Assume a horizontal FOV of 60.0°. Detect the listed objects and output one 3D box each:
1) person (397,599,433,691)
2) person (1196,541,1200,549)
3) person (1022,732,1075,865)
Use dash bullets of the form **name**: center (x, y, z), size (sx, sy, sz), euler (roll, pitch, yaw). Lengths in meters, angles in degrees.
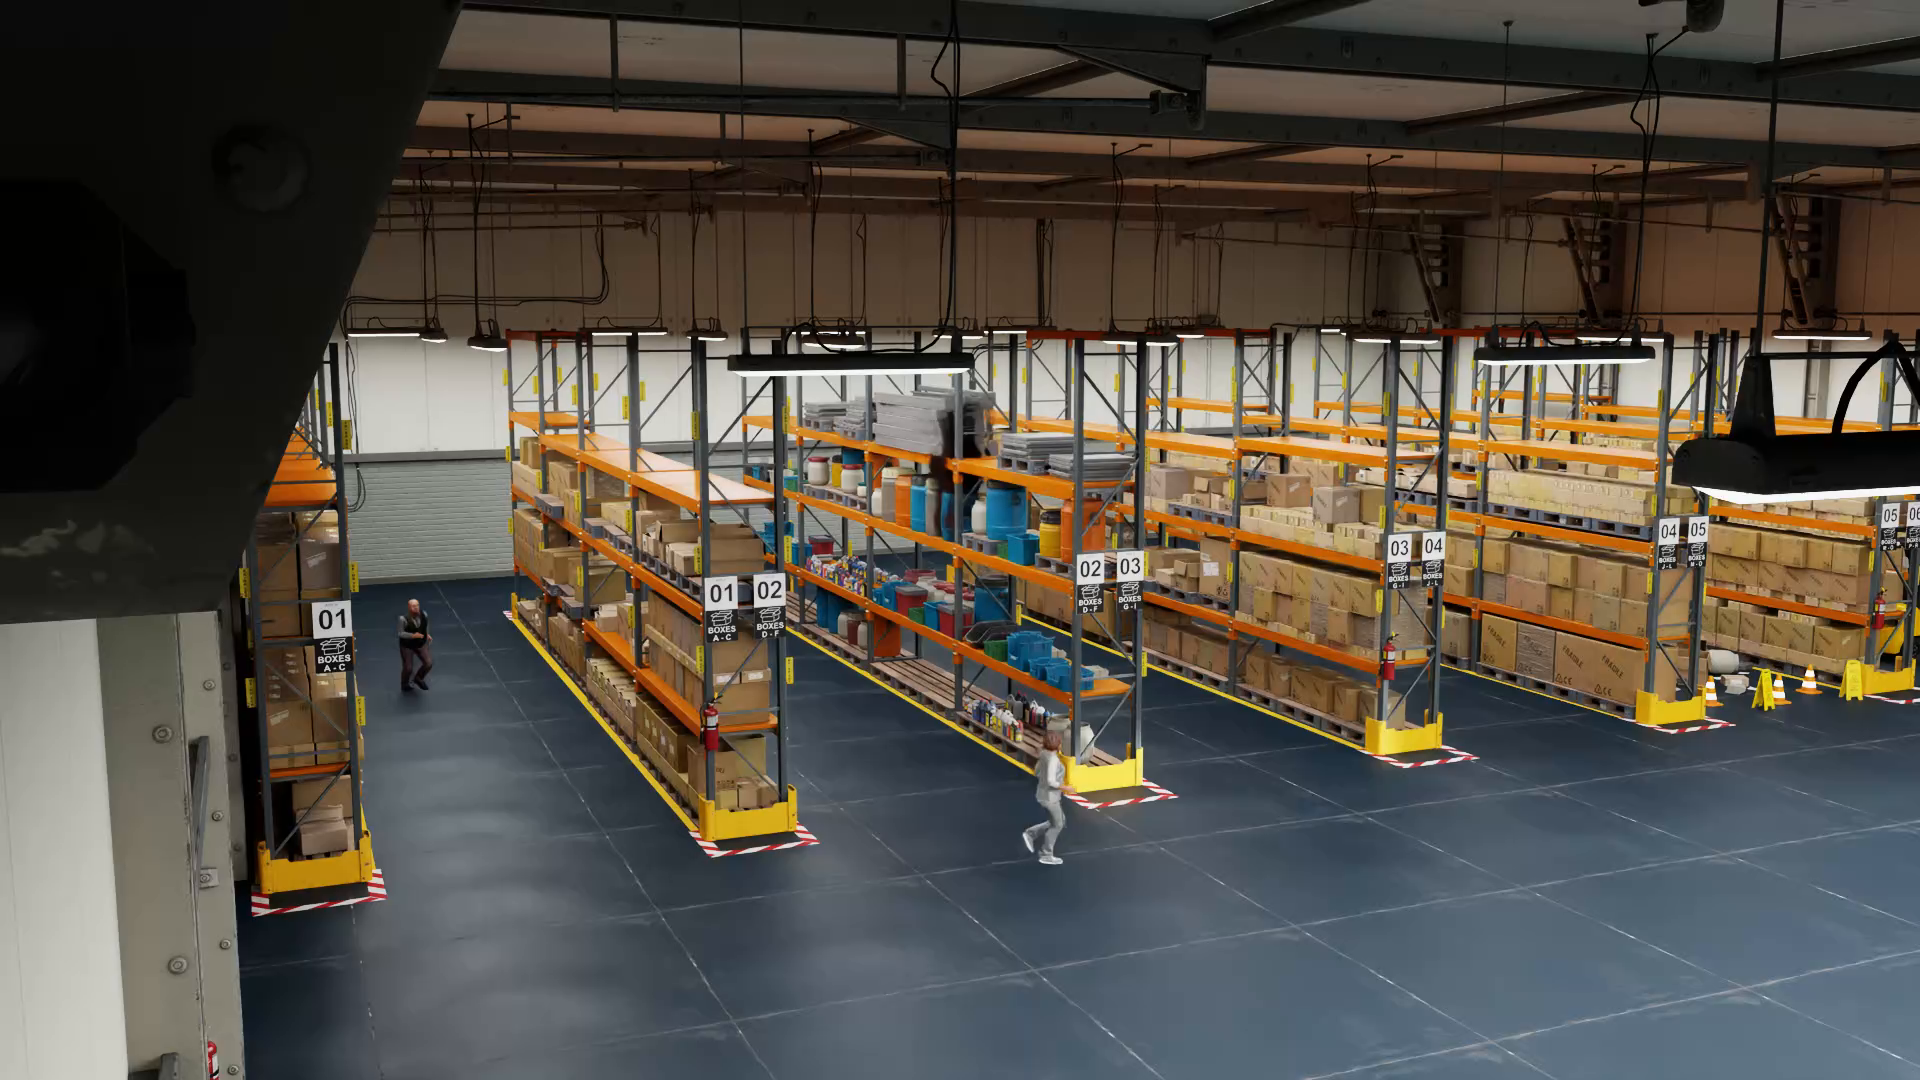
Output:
- **person**: center (-9.086, 1.763, 27.706), size (0.662, 1.611, 0.891), euler (-7, 10, -42)
- **person**: center (6.364, -0.315, 42.598), size (0.817, 1.772, 0.614), euler (-6, 10, -36)
- **person**: center (1.026, 3.025, 19.112), size (0.583, 1.481, 0.525), euler (-1, 8, -7)
